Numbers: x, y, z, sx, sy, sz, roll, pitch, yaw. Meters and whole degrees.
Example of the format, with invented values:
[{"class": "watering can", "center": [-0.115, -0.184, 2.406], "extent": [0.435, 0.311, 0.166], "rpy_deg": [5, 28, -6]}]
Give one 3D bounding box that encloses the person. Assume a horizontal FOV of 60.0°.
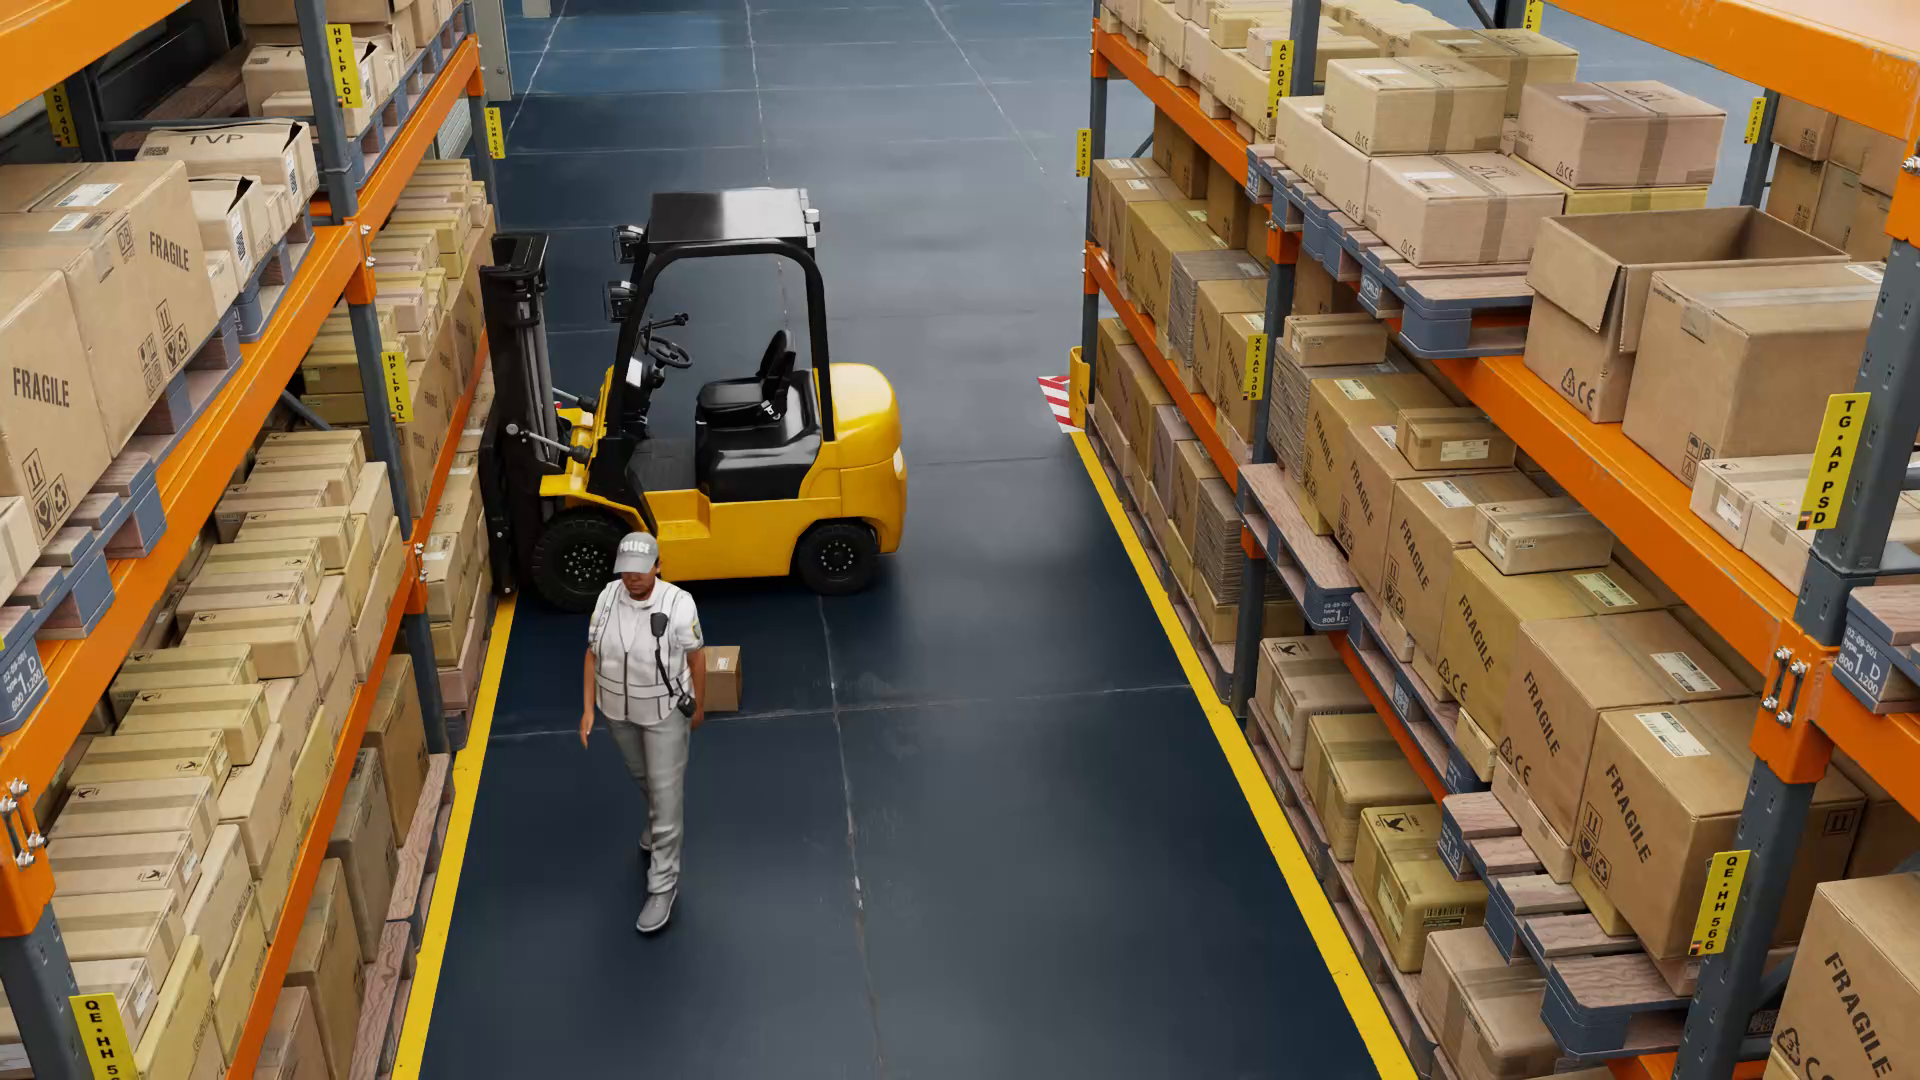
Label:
[{"class": "person", "center": [-1.393, 0.768, 7.107], "extent": [0.490, 1.633, 0.834], "rpy_deg": [8, 28, 15]}]
